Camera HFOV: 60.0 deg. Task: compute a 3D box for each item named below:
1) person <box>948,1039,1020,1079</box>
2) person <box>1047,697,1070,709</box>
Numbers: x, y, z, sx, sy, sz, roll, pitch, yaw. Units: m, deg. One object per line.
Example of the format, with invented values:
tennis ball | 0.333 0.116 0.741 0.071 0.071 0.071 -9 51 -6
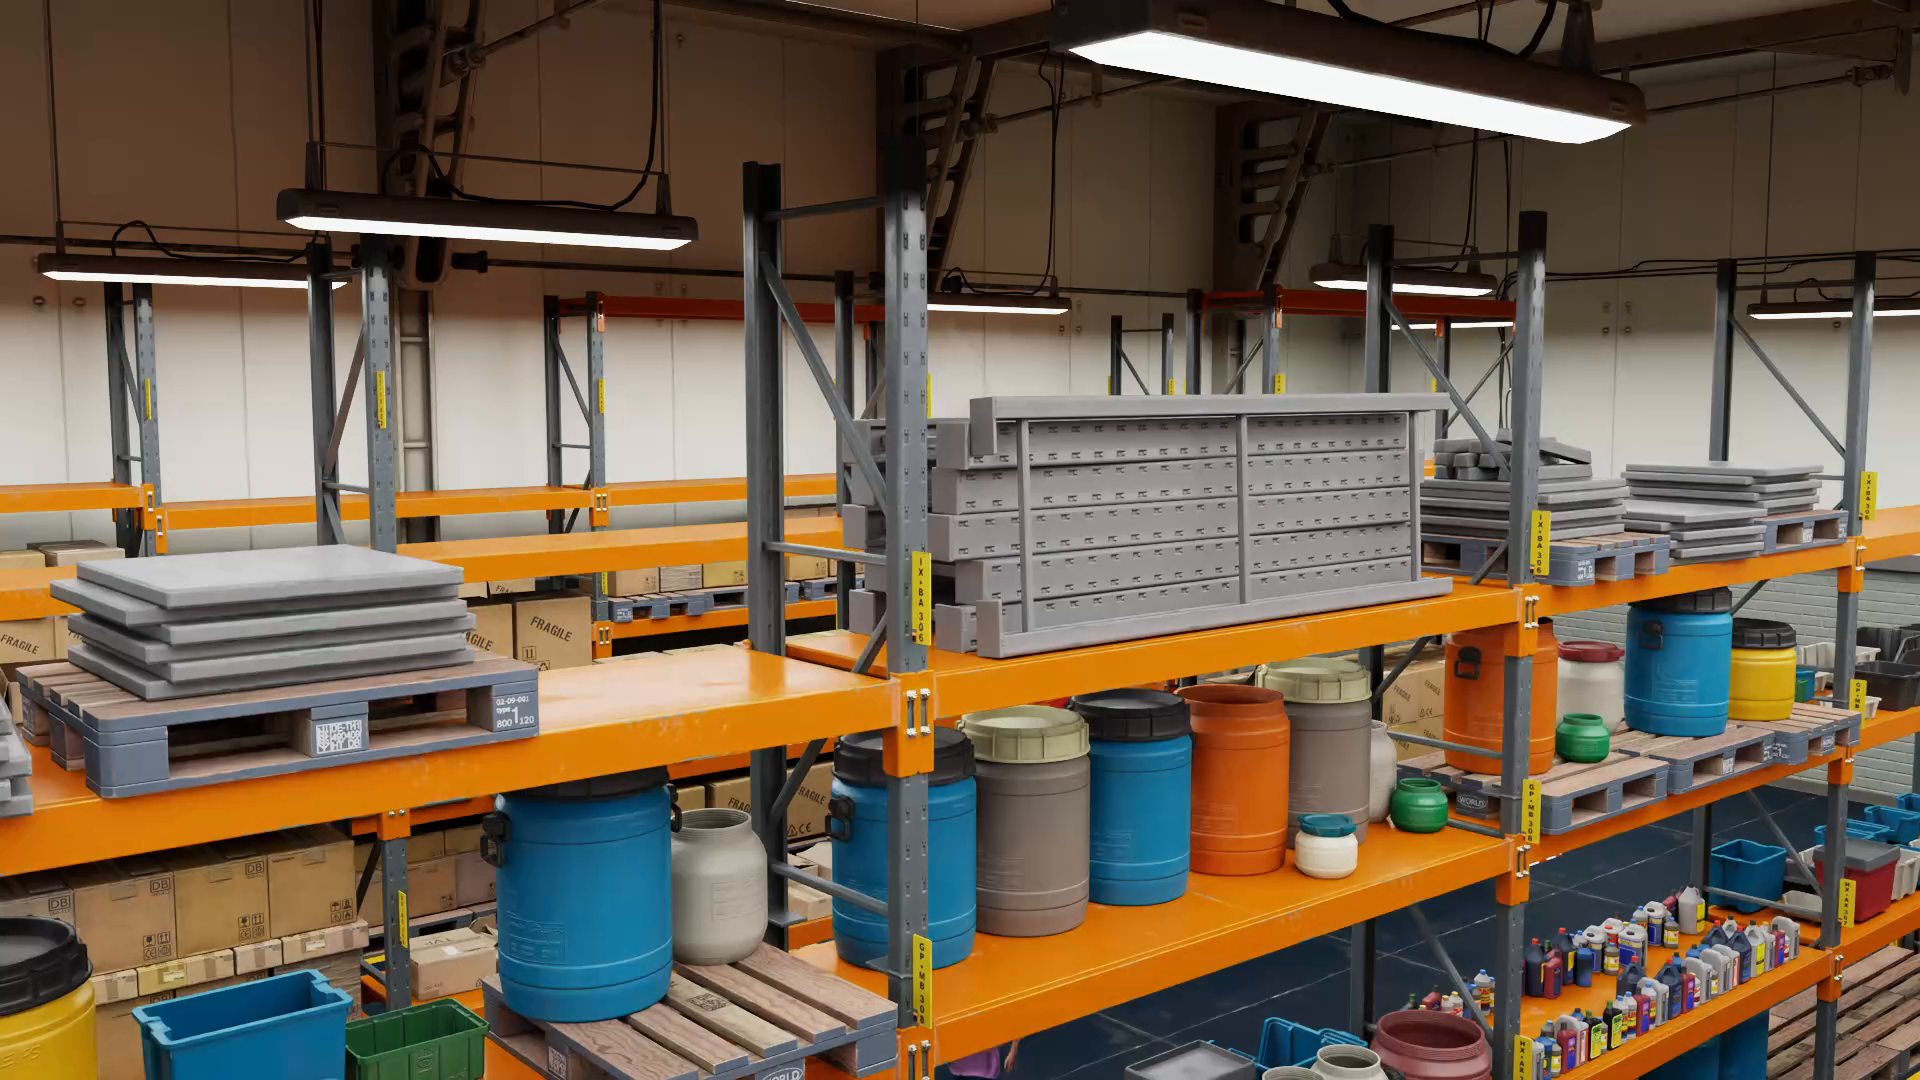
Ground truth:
person | 0.106 3.364 10.511 0.562 1.612 0.905 5 7 41
person | 1.153 2.284 18.234 0.934 1.775 0.660 -5 8 -44
